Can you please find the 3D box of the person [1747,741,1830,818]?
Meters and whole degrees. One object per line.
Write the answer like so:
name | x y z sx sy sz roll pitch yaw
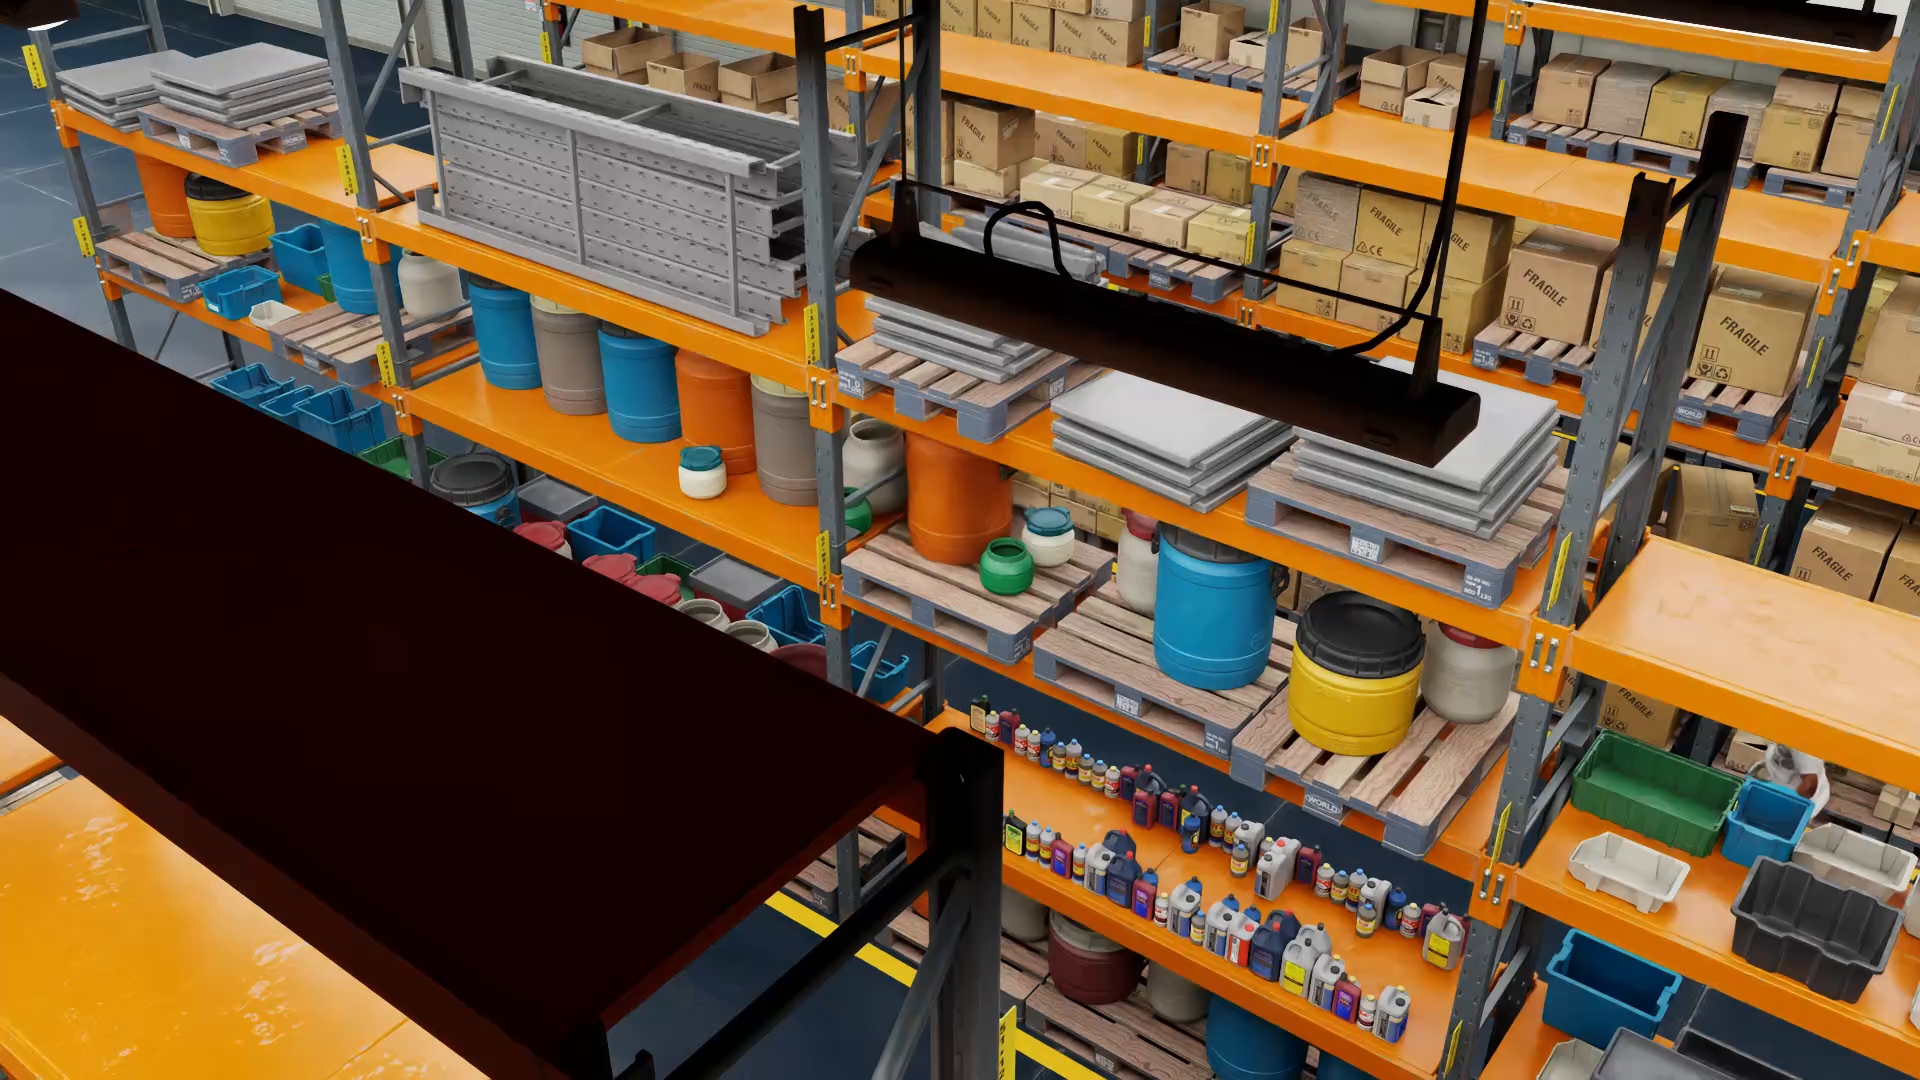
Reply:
person | 5.480 1.681 10.918 0.679 1.684 0.648 -27 41 -37

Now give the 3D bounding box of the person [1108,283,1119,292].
person | 1.368 -2.118 17.108 0.748 1.769 0.665 17 35 26
